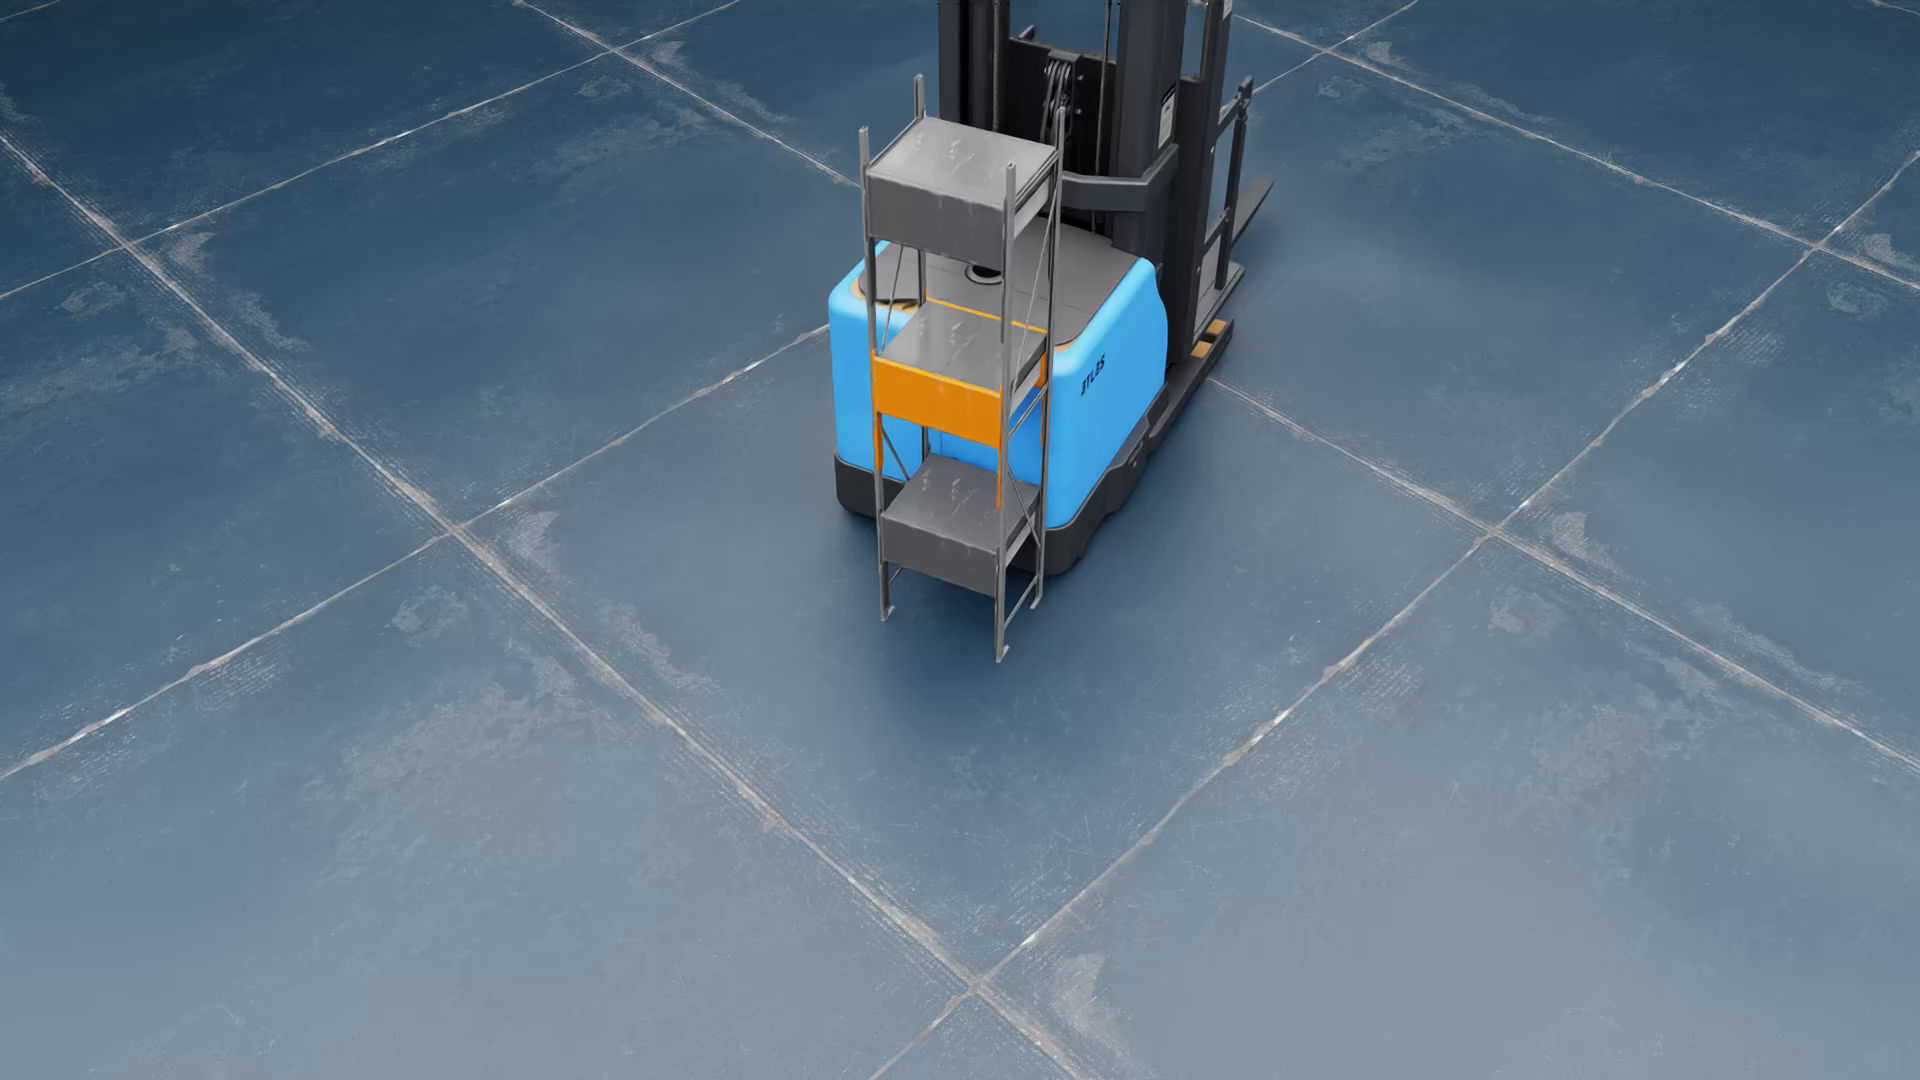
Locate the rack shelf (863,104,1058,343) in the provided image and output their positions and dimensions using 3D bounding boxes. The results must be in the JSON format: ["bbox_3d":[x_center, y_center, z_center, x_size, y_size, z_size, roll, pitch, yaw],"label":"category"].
[{"bbox_3d":[0.009,-1.007,5.281,0.480,0.518,0.431,18,46,19],"label":"rack shelf"}]

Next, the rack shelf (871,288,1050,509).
[{"bbox_3d":[0.009,-0.493,5.756,0.480,0.518,0.431,18,46,19],"label":"rack shelf"}]

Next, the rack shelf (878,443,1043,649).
[{"bbox_3d":[0.009,0.021,6.231,0.480,0.518,0.431,18,46,19],"label":"rack shelf"}]

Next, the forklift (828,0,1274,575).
[{"bbox_3d":[0.606,-1.937,6.687,1.130,2.935,3.031,19,46,19],"label":"forklift"}]

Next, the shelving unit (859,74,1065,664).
[{"bbox_3d":[0.009,-0.503,5.747,0.503,2.100,0.431,18,46,19],"label":"shelving unit"}]

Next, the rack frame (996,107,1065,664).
[{"bbox_3d":[0.229,-0.431,5.669,0.015,2.100,0.400,18,46,19],"label":"rack frame"}]

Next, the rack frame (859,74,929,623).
[{"bbox_3d":[-0.210,-0.575,5.825,0.015,2.100,0.400,18,46,19],"label":"rack frame"}]
